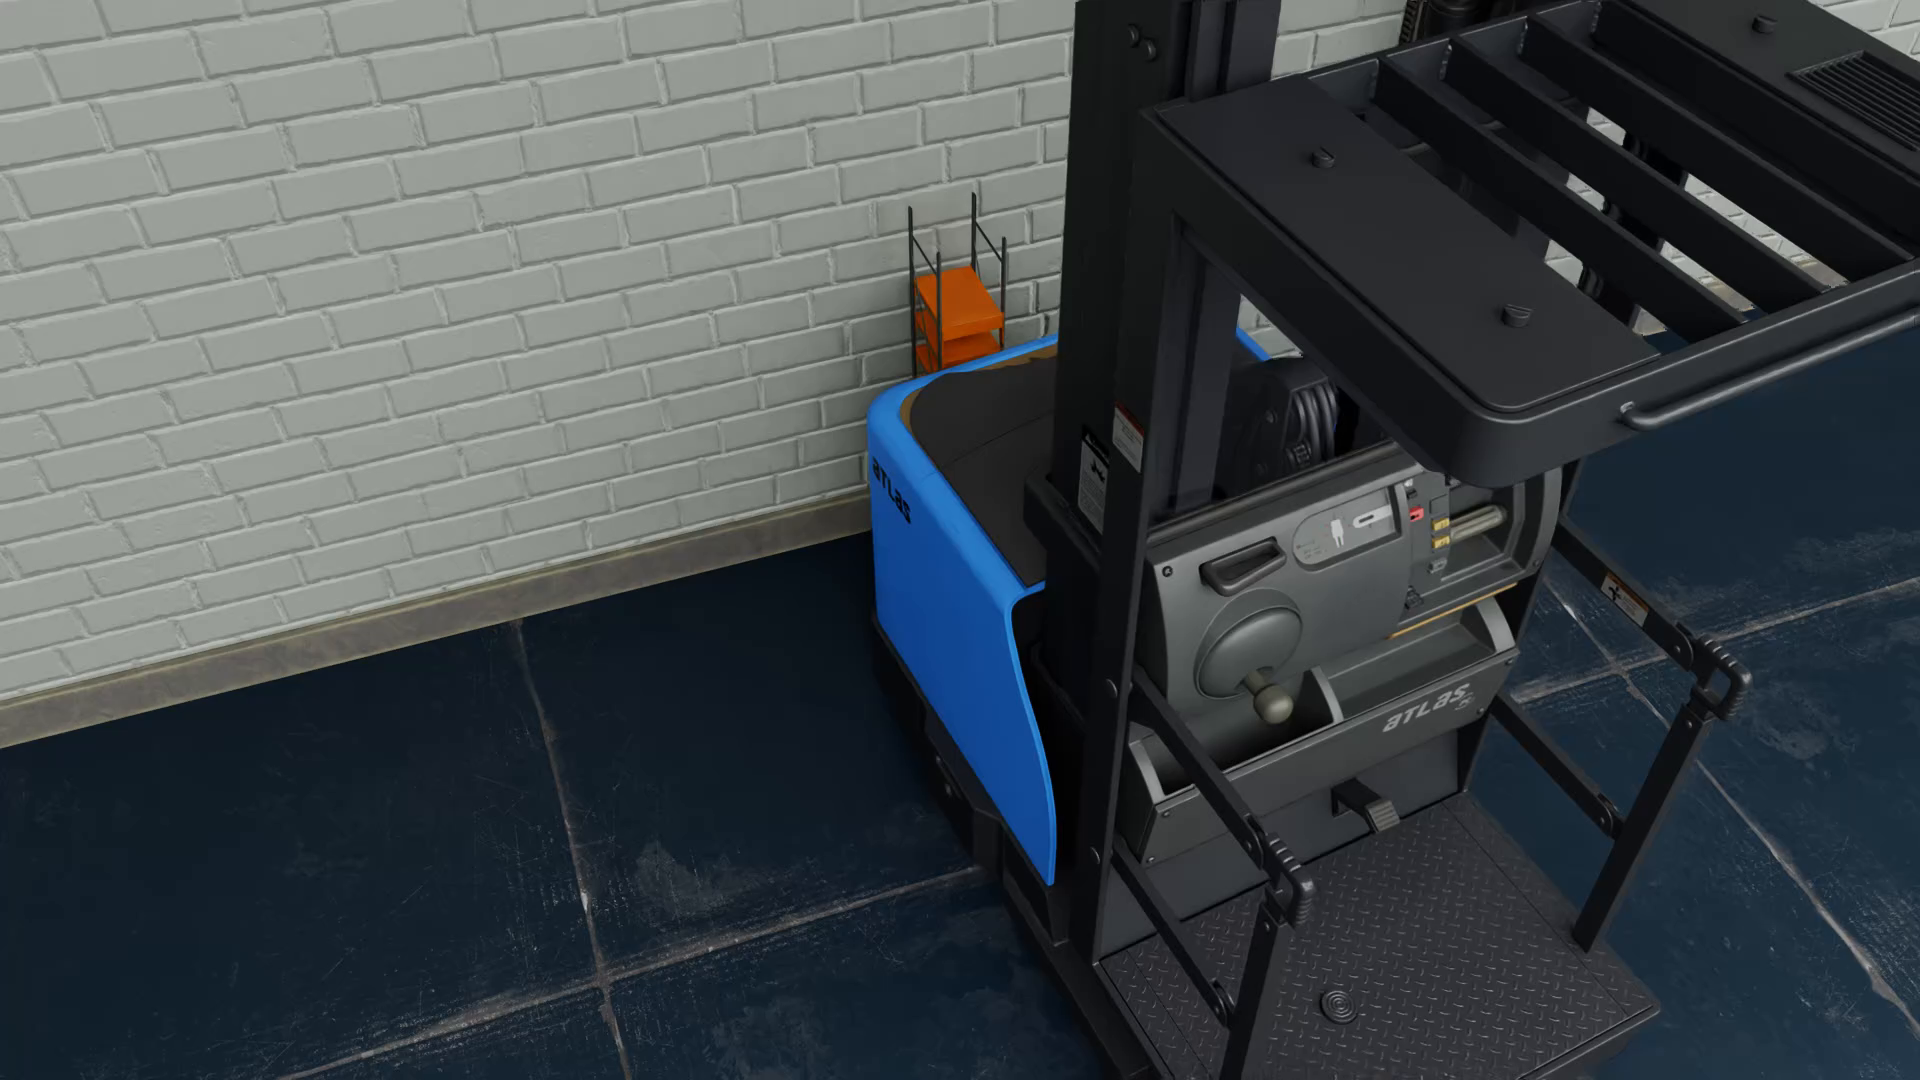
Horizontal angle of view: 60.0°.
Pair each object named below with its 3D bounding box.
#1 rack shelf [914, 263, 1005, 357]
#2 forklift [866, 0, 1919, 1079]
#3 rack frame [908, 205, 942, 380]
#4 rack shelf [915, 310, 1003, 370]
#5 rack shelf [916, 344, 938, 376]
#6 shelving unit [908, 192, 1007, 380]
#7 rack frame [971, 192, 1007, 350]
[{"bbox_3d":[-0.008,-0.637,4.592,0.180,0.103,0.258,-15,47,-15],"label":"rack shelf"},{"bbox_3d":[0.873,0.137,3.044,1.130,2.935,3.031,-20,48,-19],"label":"forklift"},{"bbox_3d":[-0.094,-0.391,4.793,0.006,1.200,0.240,-15,47,-15],"label":"rack frame"},{"bbox_3d":[-0.008,-0.552,4.677,0.180,0.103,0.258,-15,47,-15],"label":"rack shelf"},{"bbox_3d":[-0.008,-0.468,4.762,0.180,0.103,0.258,-15,47,-15],"label":"rack shelf"},{"bbox_3d":[-0.008,-0.414,4.816,0.189,1.200,0.258,-15,47,-15],"label":"shelving unit"},{"bbox_3d":[0.077,-0.438,4.839,0.006,1.200,0.240,-15,47,-15],"label":"rack frame"}]
